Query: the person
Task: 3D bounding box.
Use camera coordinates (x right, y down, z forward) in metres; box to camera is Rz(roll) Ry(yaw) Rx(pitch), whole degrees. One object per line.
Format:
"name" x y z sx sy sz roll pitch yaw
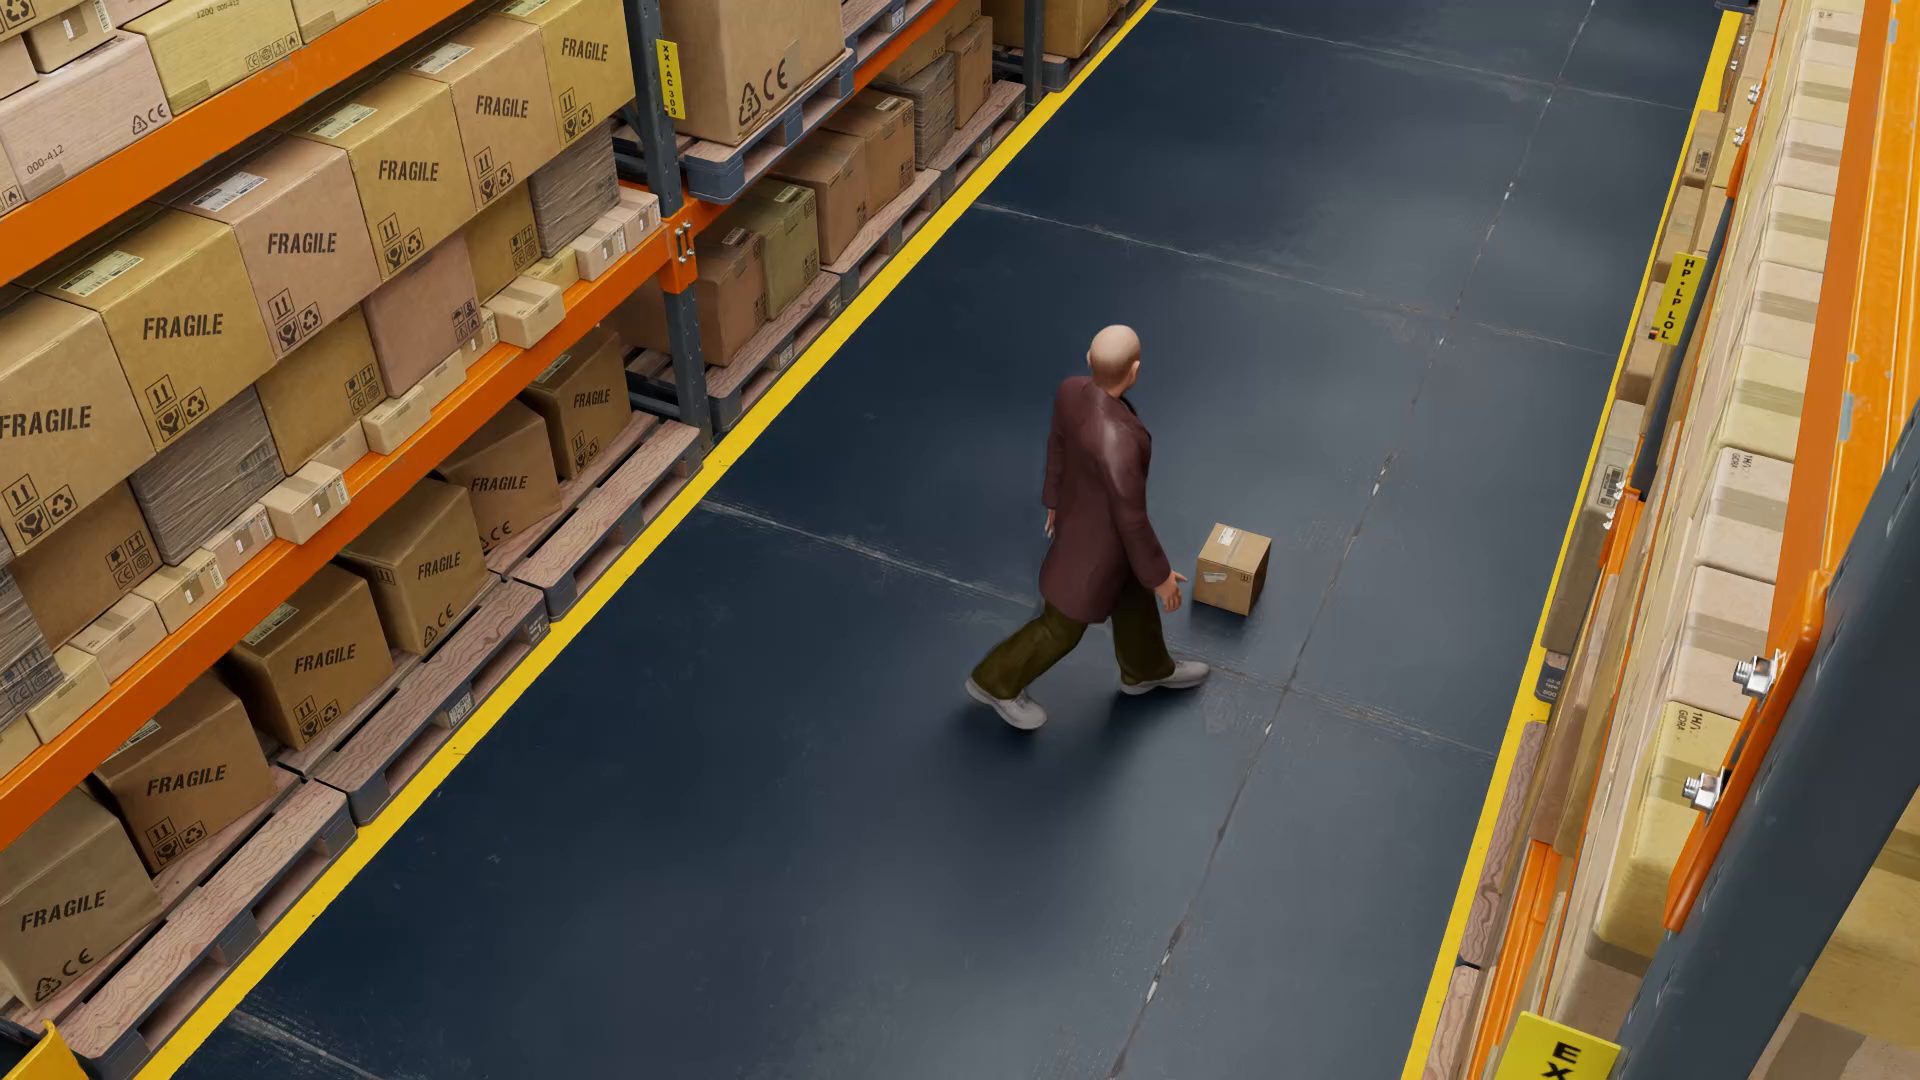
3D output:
"person" 0.524 0.005 6.172 1.006 1.738 0.621 -1 41 -2
